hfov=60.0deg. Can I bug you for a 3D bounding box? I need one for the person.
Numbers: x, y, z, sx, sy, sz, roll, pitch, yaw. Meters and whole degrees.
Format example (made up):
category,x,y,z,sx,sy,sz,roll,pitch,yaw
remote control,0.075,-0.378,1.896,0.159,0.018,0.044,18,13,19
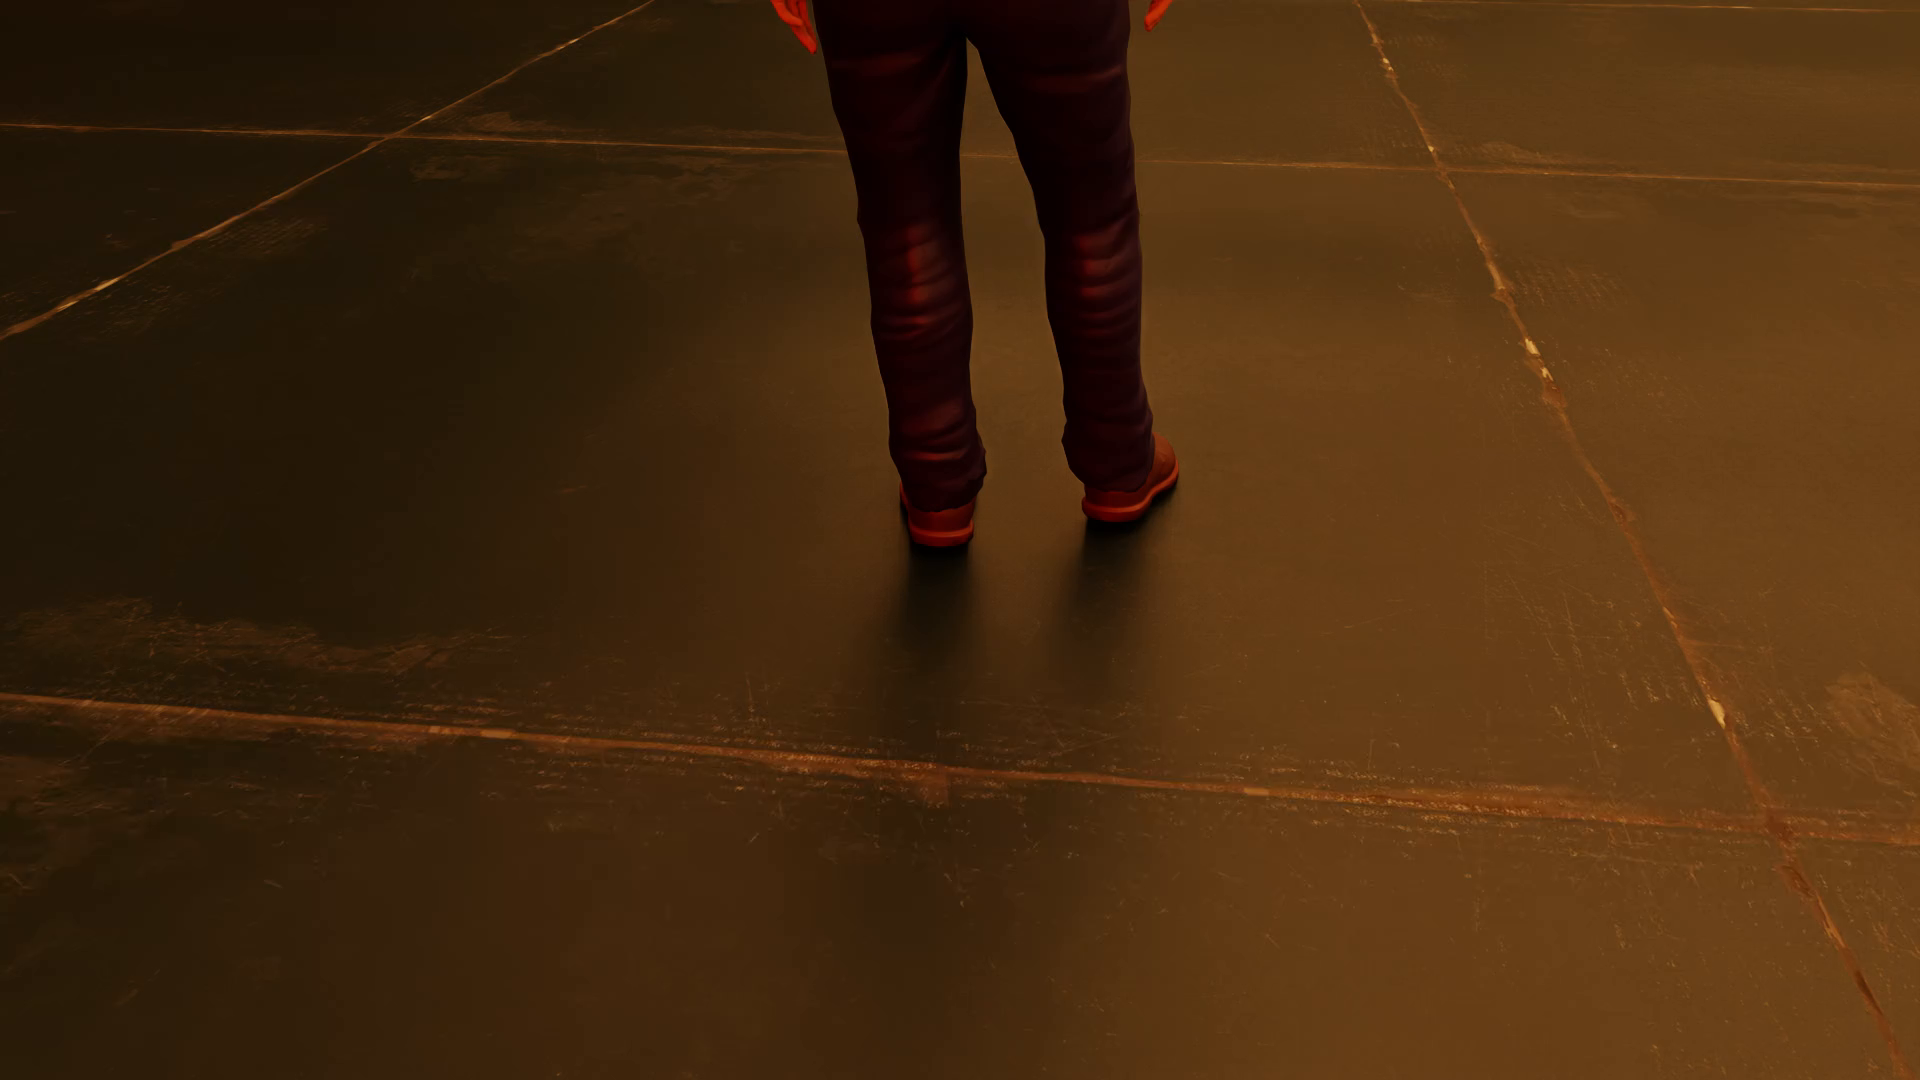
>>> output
category,x,y,z,sx,sy,sz,roll,pitch,yaw
person,0.035,-0.783,2.205,0.598,1.651,0.503,3,27,7
